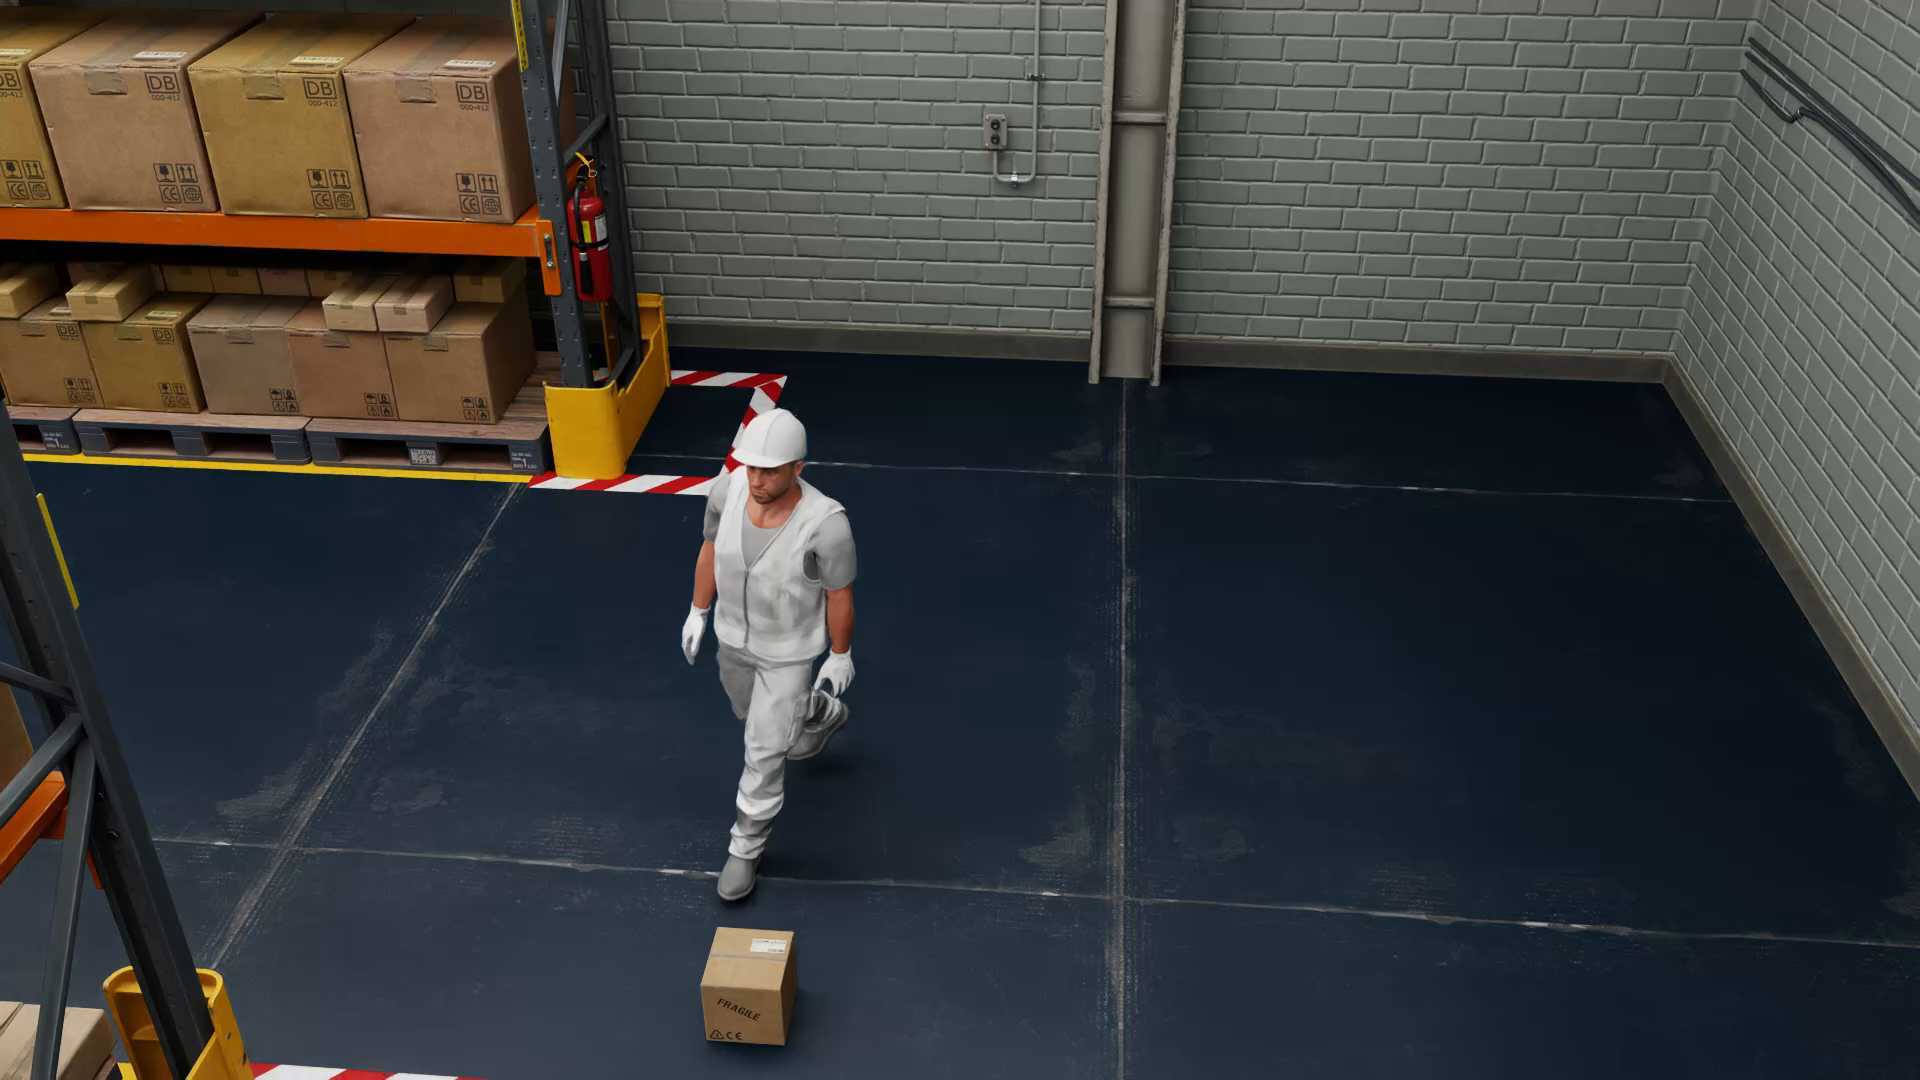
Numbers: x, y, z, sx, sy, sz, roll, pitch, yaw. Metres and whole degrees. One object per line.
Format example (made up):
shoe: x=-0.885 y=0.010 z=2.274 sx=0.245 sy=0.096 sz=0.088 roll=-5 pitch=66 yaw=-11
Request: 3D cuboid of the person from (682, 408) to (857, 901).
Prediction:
person: x=-0.609 y=0.307 z=5.626 sx=0.620 sy=1.767 sz=0.919 roll=17 pitch=36 yaw=26
